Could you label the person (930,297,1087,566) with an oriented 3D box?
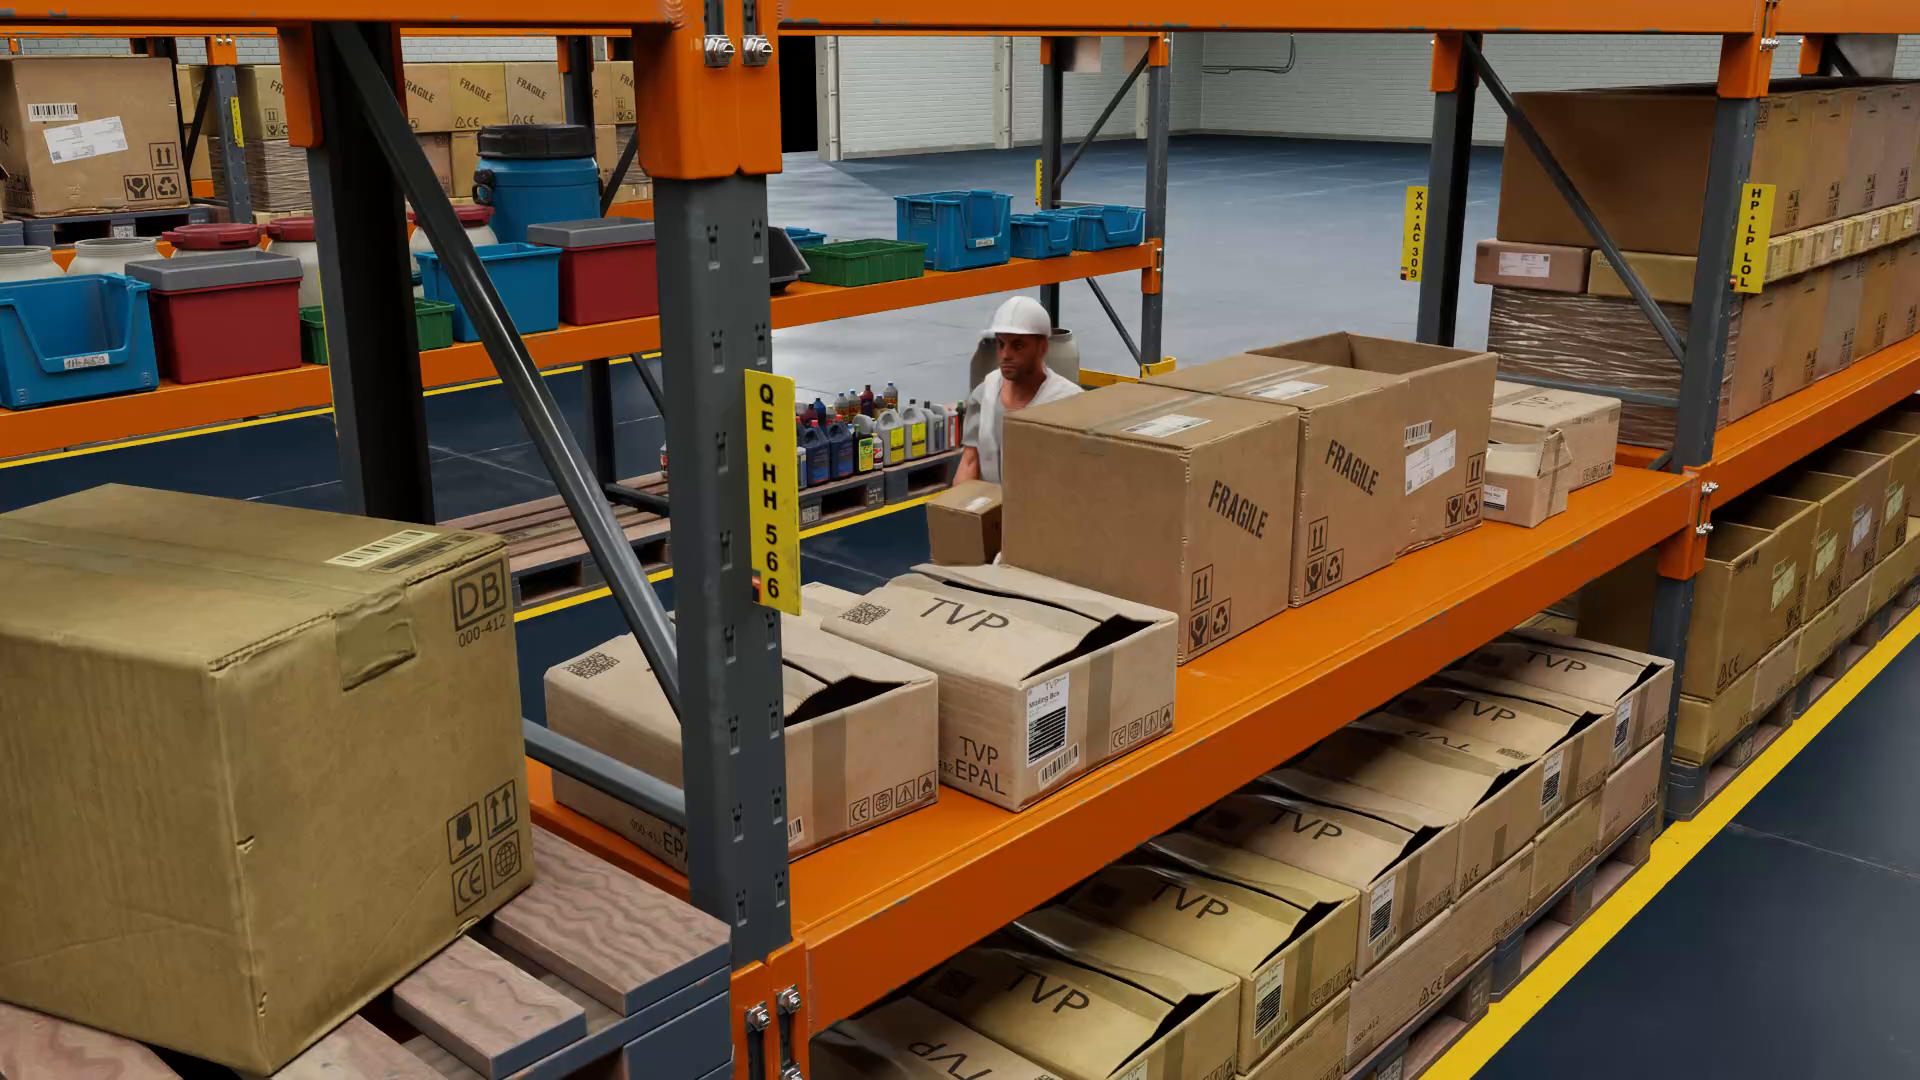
[{"bbox_3d":[0.196,0.019,5.955,0.494,1.776,0.570,14,21,38],"label":"person"}]
